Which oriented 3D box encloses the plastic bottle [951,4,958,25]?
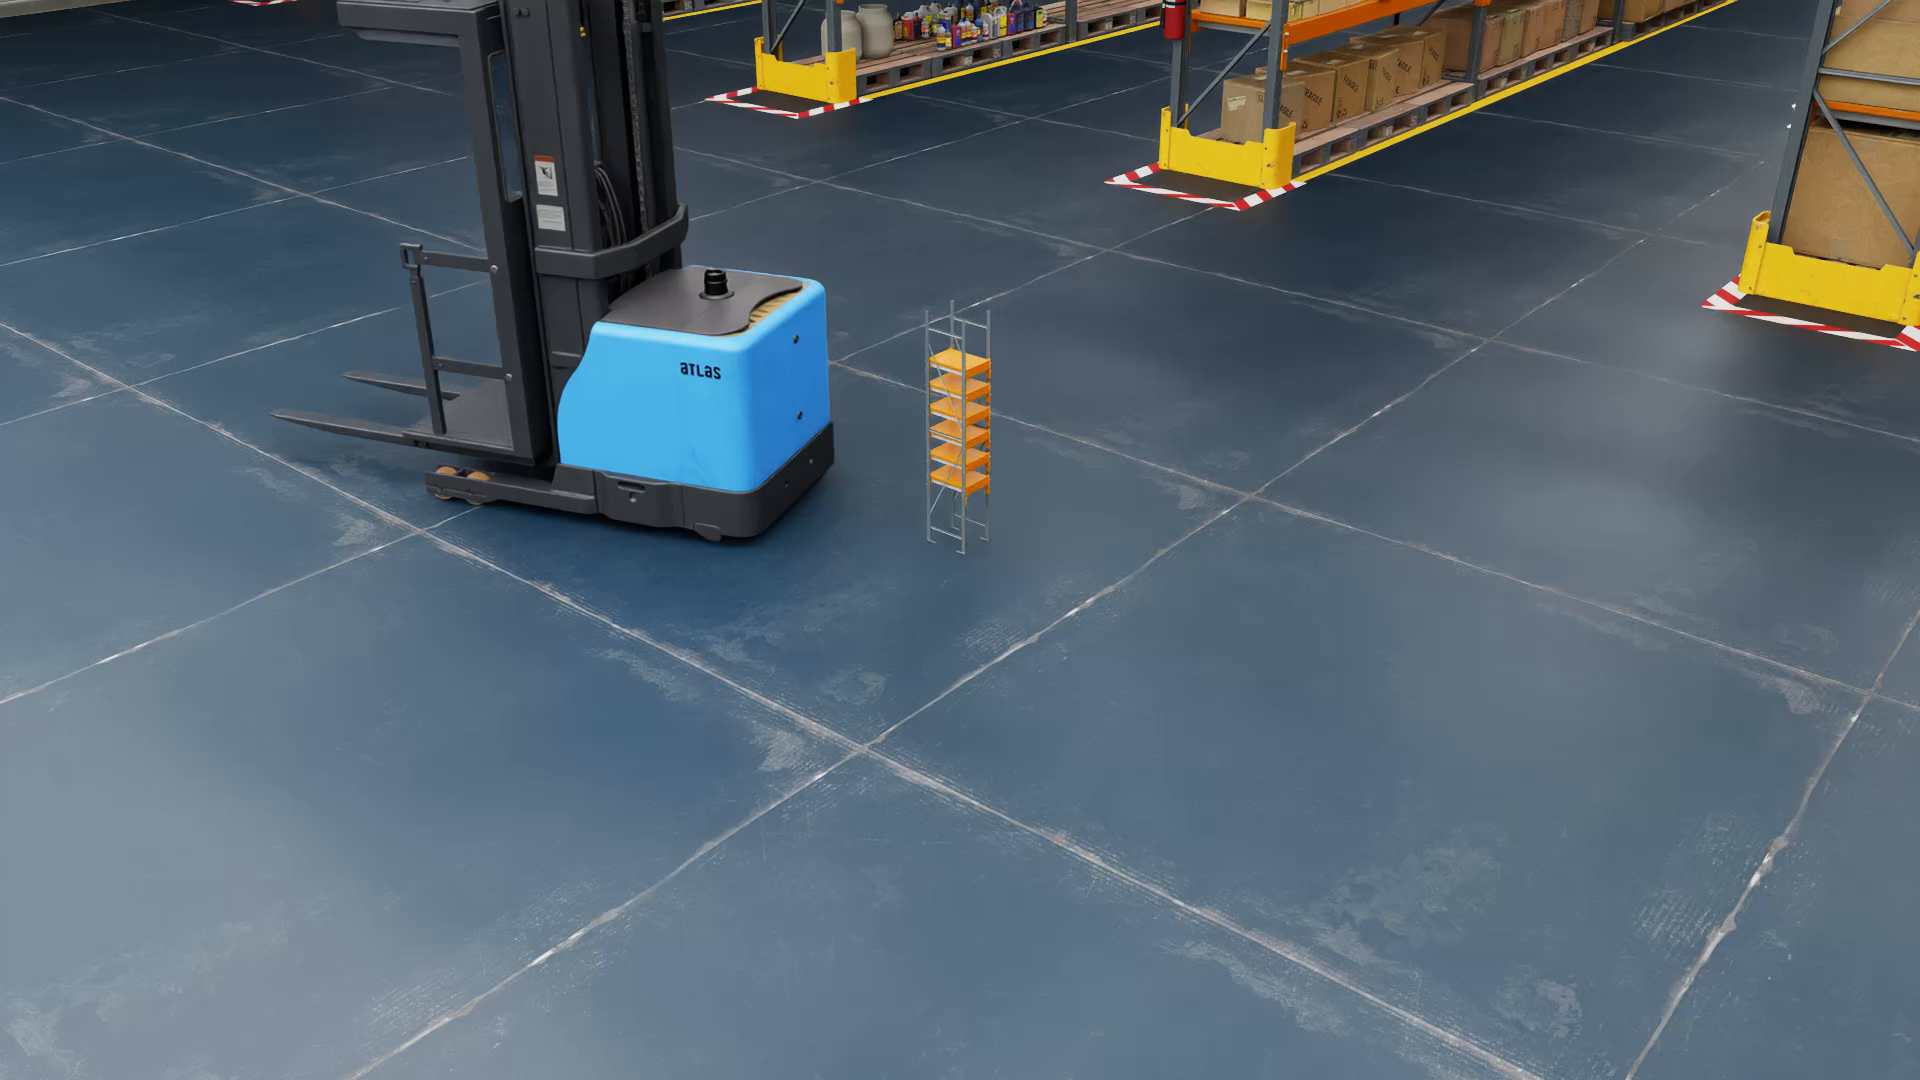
[{"bbox_3d":[-0.072,-6.011,19.095,0.097,0.271,0.097,0,27,0],"label":"plastic bottle"}]

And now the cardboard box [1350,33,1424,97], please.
[{"bbox_3d":[4.124,-4.615,16.170,0.500,0.500,0.500,-16,31,-28],"label":"cardboard box"}]

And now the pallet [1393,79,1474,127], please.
[{"bbox_3d":[4.368,-4.387,16.501,1.003,0.211,1.213,21,34,34],"label":"pallet"}]

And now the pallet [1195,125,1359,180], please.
[{"bbox_3d":[2.816,-3.522,14.829,1.003,0.211,1.213,21,34,34],"label":"pallet"}]

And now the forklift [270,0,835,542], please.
[{"bbox_3d":[-2.244,-1.700,8.346,3.031,2.935,1.130,9,29,18],"label":"forklift"}]

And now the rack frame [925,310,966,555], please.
[{"bbox_3d":[-0.067,-0.495,7.902,0.240,1.200,0.006,21,34,34],"label":"rack frame"}]

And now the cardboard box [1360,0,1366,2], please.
[{"bbox_3d":[3.379,-4.821,14.578,0.380,0.149,0.250,21,34,34],"label":"cardboard box"}]

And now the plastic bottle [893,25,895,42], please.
[{"bbox_3d":[-0.768,-5.636,18.446,0.097,0.201,0.097,0,27,0],"label":"plastic bottle"}]

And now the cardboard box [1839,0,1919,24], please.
[{"bbox_3d":[6.253,-3.637,10.678,0.875,0.550,0.550,21,34,34],"label":"cardboard box"}]

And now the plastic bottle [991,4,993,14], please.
[{"bbox_3d":[0.341,-6.254,19.640,0.097,0.201,0.097,0,27,0],"label":"plastic bottle"}]

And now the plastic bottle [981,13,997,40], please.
[{"bbox_3d":[0.325,-5.756,18.597,0.152,0.276,0.135,21,34,35],"label":"plastic bottle"}]

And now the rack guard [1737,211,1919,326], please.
[{"bbox_3d":[5.971,-1.852,11.286,1.175,0.500,0.348,21,34,34],"label":"rack guard"}]

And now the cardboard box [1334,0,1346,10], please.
[{"bbox_3d":[3.076,-4.638,14.224,0.380,0.149,0.250,21,34,34],"label":"cardboard box"}]

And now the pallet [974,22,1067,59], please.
[{"bbox_3d":[0.487,-5.857,19.343,1.003,0.211,1.213,21,34,34],"label":"pallet"}]

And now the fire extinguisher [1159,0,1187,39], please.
[{"bbox_3d":[1.795,-4.516,13.799,0.296,0.674,0.183,21,34,34],"label":"fire extinguisher"}]

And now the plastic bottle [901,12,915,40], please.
[{"bbox_3d":[-0.587,-5.750,18.586,0.152,0.276,0.135,21,34,35],"label":"plastic bottle"}]

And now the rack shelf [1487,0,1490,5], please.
[{"bbox_3d":[6.040,-6.264,17.877,1.077,0.370,4.000,21,34,34],"label":"rack shelf"}]

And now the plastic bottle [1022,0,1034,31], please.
[{"bbox_3d":[0.759,-6.028,19.042,0.144,0.351,0.185,20,33,33],"label":"plastic bottle"}]

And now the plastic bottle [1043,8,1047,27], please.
[{"bbox_3d":[0.956,-6.055,19.256,0.097,0.201,0.097,0,27,0],"label":"plastic bottle"}]

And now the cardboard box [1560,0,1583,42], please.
[{"bbox_3d":[6.559,-5.934,18.698,0.700,0.500,0.500,18,32,30],"label":"cardboard box"}]

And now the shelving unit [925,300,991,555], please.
[{"bbox_3d":[-0.009,-0.528,7.964,0.258,1.200,0.189,21,34,34],"label":"shelving unit"}]

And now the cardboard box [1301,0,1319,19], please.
[{"bbox_3d":[2.763,-4.459,13.878,0.380,0.149,0.250,21,34,34],"label":"cardboard box"}]

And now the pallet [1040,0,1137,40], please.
[{"bbox_3d":[1.416,-6.373,20.340,1.003,0.211,1.213,21,34,34],"label":"pallet"}]

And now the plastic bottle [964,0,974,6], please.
[{"bbox_3d":[0.113,-6.176,19.328,0.144,0.351,0.185,22,34,36],"label":"plastic bottle"}]

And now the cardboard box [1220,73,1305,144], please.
[{"bbox_3d":[2.634,-3.749,14.496,0.500,0.500,0.500,-21,34,-35],"label":"cardboard box"}]

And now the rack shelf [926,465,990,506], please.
[{"bbox_3d":[-0.009,-0.275,8.095,0.258,0.103,0.180,21,34,34],"label":"rack shelf"}]

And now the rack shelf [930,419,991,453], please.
[{"bbox_3d":[-0.009,-0.488,7.985,0.258,0.103,0.180,21,34,34],"label":"rack shelf"}]

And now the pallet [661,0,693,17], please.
[{"bbox_3d":[-4.188,-6.828,21.219,1.003,0.211,1.213,21,34,34],"label":"pallet"}]

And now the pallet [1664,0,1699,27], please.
[{"bbox_3d":[8.648,-6.742,21.053,1.003,0.211,1.213,21,34,34],"label":"pallet"}]

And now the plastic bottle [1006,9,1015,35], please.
[{"bbox_3d":[0.565,-5.860,18.791,0.061,0.283,0.133,23,35,38],"label":"plastic bottle"}]

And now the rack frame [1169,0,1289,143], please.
[{"bbox_3d":[2.224,-4.456,13.599,1.000,3.000,0.127,21,34,34],"label":"rack frame"}]

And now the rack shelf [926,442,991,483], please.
[{"bbox_3d":[-0.009,-0.382,8.040,0.258,0.103,0.180,21,34,34],"label":"rack shelf"}]

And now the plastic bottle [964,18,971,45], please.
[{"bbox_3d":[0.077,-5.596,18.293,0.097,0.271,0.097,0,27,0],"label":"plastic bottle"}]

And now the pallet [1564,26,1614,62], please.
[{"bbox_3d":[6.814,-5.777,19.188,1.003,0.211,1.213,21,34,34],"label":"pallet"}]

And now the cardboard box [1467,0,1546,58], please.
[{"bbox_3d":[5.849,-5.533,17.923,0.700,0.500,0.500,18,32,30],"label":"cardboard box"}]

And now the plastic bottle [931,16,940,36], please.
[{"bbox_3d":[-0.275,-5.806,18.776,0.097,0.201,0.097,0,27,0],"label":"plastic bottle"}]

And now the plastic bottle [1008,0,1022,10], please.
[{"bbox_3d":[0.648,-6.070,19.124,0.144,0.351,0.185,21,34,34],"label":"plastic bottle"}]

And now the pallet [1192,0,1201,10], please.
[{"bbox_3d":[2.968,-7.238,22.012,1.003,0.211,1.213,21,34,34],"label":"pallet"}]

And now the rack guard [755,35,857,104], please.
[{"bbox_3d":[-1.586,-4.834,17.051,1.175,0.500,0.348,21,34,34],"label":"rack guard"}]

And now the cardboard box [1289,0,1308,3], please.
[{"bbox_3d":[2.595,-4.820,13.869,0.875,0.500,0.500,21,34,34],"label":"cardboard box"}]

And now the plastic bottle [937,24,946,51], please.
[{"bbox_3d":[-0.204,-5.439,17.990,0.097,0.271,0.097,0,27,0],"label":"plastic bottle"}]

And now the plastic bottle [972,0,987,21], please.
[{"bbox_3d":[0.224,-6.134,19.246,0.144,0.351,0.185,21,34,34],"label":"plastic bottle"}]

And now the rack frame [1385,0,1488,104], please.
[{"bbox_3d":[4.768,-5.874,16.341,1.000,3.000,0.127,21,34,34],"label":"rack frame"}]

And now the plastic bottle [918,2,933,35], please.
[{"bbox_3d":[-0.396,-5.892,18.780,0.144,0.351,0.185,22,35,36],"label":"plastic bottle"}]

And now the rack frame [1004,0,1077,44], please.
[{"bbox_3d":[0.946,-7.322,19.139,1.000,3.000,0.127,21,34,34],"label":"rack frame"}]

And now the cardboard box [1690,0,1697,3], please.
[{"bbox_3d":[8.897,-7.404,21.153,1.225,0.875,0.875,19,33,33],"label":"cardboard box"}]

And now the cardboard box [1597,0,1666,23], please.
[{"bbox_3d":[7.767,-6.774,19.935,1.225,0.875,0.875,19,33,32],"label":"cardboard box"}]

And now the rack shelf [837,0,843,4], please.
[{"bbox_3d":[-0.326,-6.293,17.934,1.077,0.370,4.000,21,34,34],"label":"rack shelf"}]

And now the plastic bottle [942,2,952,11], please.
[{"bbox_3d":[-0.145,-6.033,19.124,0.061,0.283,0.133,23,35,37],"label":"plastic bottle"}]

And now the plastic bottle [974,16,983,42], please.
[{"bbox_3d":[0.206,-5.668,18.432,0.097,0.271,0.097,0,27,0],"label":"plastic bottle"}]

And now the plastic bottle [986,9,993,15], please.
[{"bbox_3d":[0.336,-5.837,18.745,0.061,0.283,0.133,21,34,34],"label":"plastic bottle"}]

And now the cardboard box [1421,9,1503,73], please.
[{"bbox_3d":[5.175,-5.171,17.223,0.700,0.500,0.500,18,32,31],"label":"cardboard box"}]

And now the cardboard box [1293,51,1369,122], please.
[{"bbox_3d":[3.400,-4.187,15.343,0.500,0.500,0.500,25,36,39],"label":"cardboard box"}]

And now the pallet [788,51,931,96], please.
[{"bbox_3d":[-1.065,-4.992,17.671,1.003,0.211,1.213,21,34,34],"label":"pallet"}]

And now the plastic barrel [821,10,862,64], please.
[{"bbox_3d":[-1.238,-5.241,17.367,0.421,0.512,0.421,0,27,0],"label":"plastic barrel"}]

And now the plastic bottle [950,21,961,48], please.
[{"bbox_3d":[-0.046,-5.519,18.132,0.061,0.283,0.133,21,34,35],"label":"plastic bottle"}]
